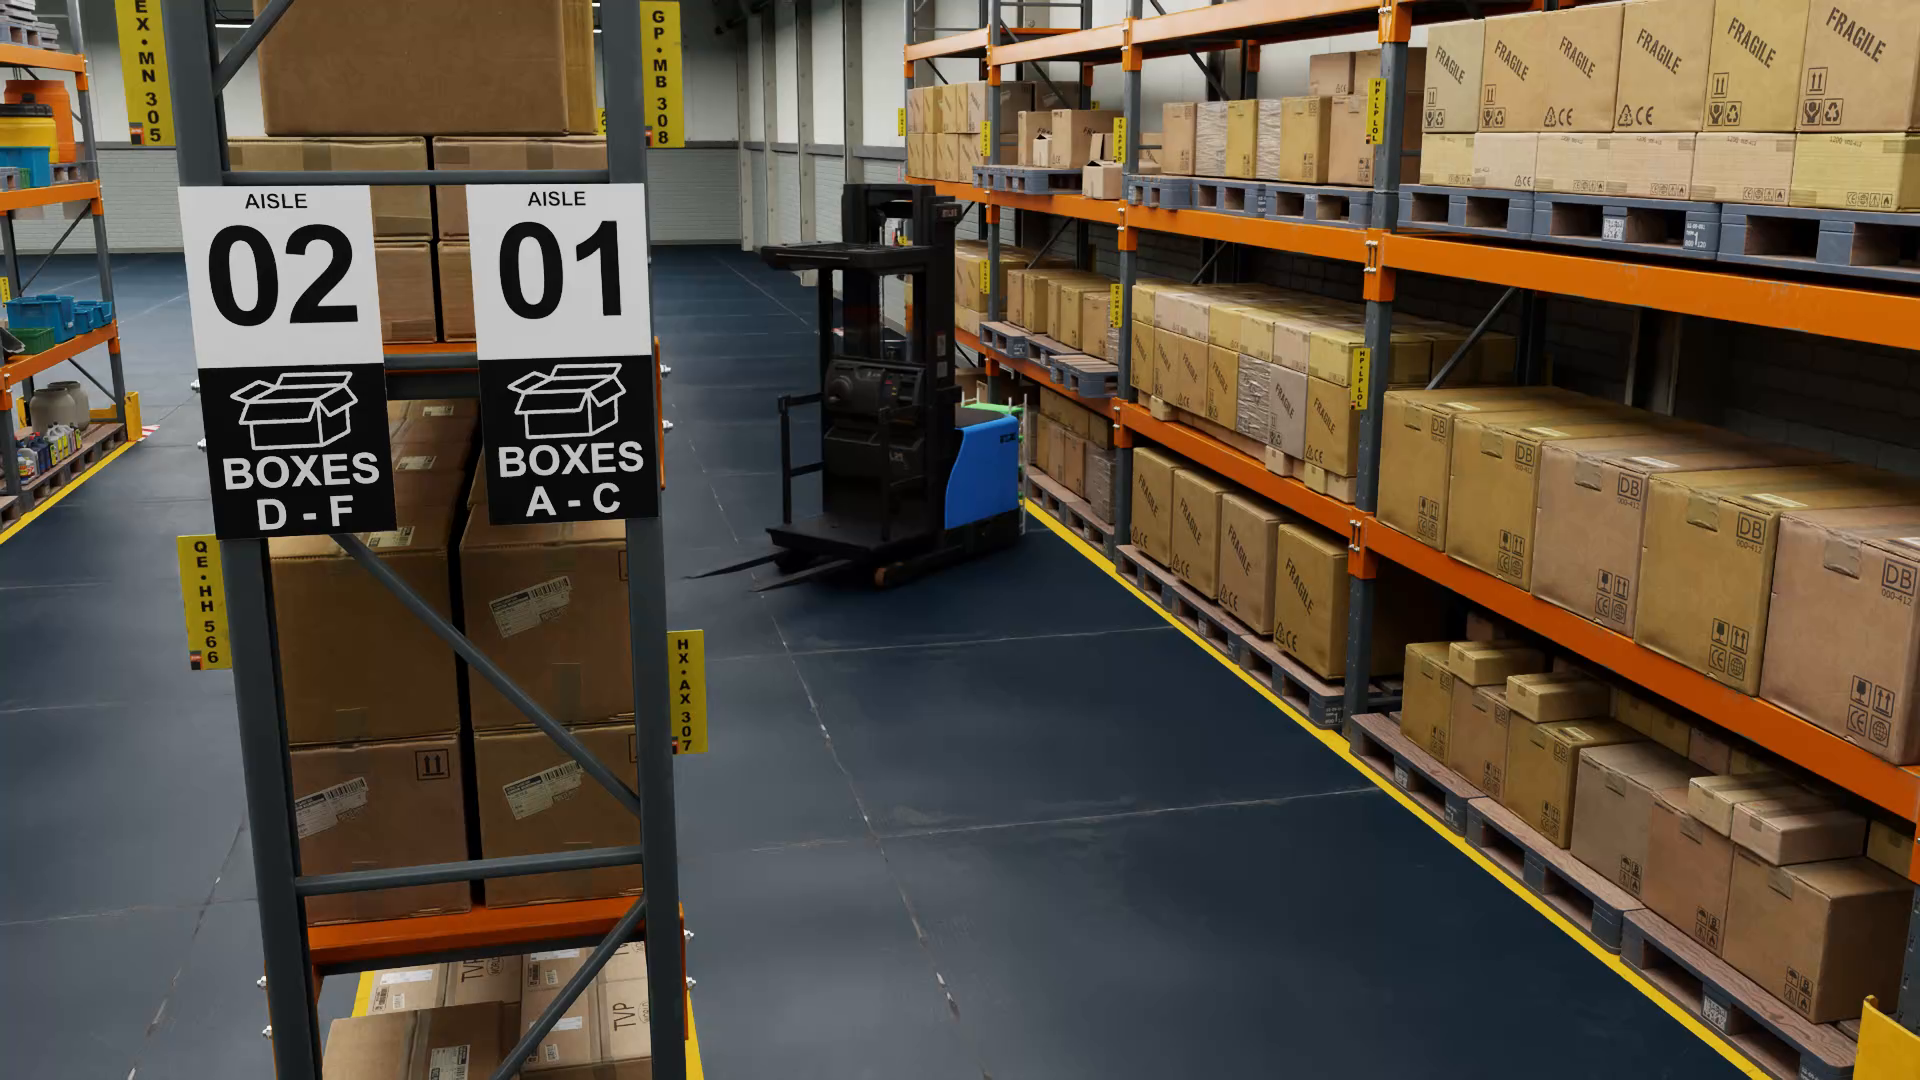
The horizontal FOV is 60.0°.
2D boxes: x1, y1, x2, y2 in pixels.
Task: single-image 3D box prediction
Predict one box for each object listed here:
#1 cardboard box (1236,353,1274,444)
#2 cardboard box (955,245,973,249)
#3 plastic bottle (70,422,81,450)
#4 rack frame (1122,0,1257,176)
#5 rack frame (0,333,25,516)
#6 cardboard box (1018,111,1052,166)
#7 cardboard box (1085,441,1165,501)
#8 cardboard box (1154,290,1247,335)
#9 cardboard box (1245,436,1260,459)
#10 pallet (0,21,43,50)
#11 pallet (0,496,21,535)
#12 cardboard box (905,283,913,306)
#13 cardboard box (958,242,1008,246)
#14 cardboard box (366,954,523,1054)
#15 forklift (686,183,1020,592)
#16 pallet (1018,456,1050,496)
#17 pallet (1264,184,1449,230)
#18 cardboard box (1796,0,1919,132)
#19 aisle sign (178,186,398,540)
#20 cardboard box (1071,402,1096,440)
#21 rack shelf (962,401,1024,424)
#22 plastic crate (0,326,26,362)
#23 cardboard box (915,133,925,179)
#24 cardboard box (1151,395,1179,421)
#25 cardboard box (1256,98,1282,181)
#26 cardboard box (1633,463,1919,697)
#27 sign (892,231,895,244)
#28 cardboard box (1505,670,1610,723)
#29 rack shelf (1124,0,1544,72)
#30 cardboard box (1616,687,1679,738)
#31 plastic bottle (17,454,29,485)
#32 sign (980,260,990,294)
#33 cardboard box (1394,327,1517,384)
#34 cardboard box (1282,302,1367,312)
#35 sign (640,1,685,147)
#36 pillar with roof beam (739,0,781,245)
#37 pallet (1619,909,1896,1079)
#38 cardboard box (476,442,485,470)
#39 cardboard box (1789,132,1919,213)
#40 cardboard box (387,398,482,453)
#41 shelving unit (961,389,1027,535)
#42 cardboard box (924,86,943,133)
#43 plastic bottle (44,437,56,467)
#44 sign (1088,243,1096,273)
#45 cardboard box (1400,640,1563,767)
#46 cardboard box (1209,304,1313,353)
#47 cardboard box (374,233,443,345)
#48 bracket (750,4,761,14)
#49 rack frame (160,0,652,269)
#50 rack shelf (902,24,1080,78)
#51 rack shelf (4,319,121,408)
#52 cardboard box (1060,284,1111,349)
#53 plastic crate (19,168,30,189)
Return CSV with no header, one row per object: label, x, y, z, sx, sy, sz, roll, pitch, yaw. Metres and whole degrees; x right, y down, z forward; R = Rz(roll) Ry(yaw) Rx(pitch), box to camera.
cardboard box,2.062,-0.891,10.376,0.500,0.500,0.500,-3,14,-13
cardboard box,-0.122,-3.071,18.871,0.500,0.500,0.500,-4,14,-15
plastic bottle,-8.891,-1.048,16.692,0.061,0.283,0.133,-3,14,-12
rack frame,1.715,-4.200,12.156,1.000,3.000,0.127,-3,14,-13
rack frame,-8.854,-1.656,14.385,1.000,3.000,0.127,-3,14,-13
cardboard box,0.826,-3.787,15.693,0.500,0.500,0.500,-1,14,-5
cardboard box,1.487,-0.573,14.294,0.700,0.500,0.500,-3,14,-13
cardboard box,1.698,-1.609,11.735,0.500,0.250,0.500,-3,14,-14
cardboard box,2.044,-0.608,10.583,0.380,0.149,0.250,-4,14,-15
pallet,-9.365,-4.755,15.669,1.003,0.211,1.213,-3,14,-13
pallet,-8.632,-0.122,13.983,1.003,0.211,1.213,-3,14,-13
cardboard box,-0.358,-2.938,19.905,0.500,0.250,0.500,-4,14,-15
cardboard box,0.262,-3.219,19.475,0.500,0.500,0.500,-3,14,-12
cardboard box,-1.782,1.627,5.816,0.500,0.250,0.500,-3,14,-13
forklift,-0.790,-1.186,12.606,1.130,2.935,3.031,10,17,36
pallet,0.960,-0.674,16.242,1.003,0.211,1.213,-3,14,-13
pallet,2.391,-1.936,9.613,0.805,0.209,1.217,-4,14,-15
cardboard box,3.157,-1.595,5.454,0.500,0.500,0.500,-3,14,-13
aisle sign,-1.502,-0.393,3.738,0.394,0.787,0.004,-3,14,-13
cardboard box,1.297,-1.066,14.729,0.500,0.250,0.500,-3,14,-13
rack shelf,0.283,-1.052,13.952,0.480,0.148,0.258,10,17,36
plastic crate,-8.854,-1.754,14.916,0.767,0.338,0.504,-3,14,-13
cardboard box,-0.237,-4.429,19.164,0.500,0.500,0.500,-2,14,-9
cardboard box,1.598,-0.960,12.022,0.380,0.149,0.250,-3,14,-11
cardboard box,2.306,-2.535,10.526,0.700,0.500,0.500,-3,14,-13
cardboard box,3.283,0.130,6.442,0.980,0.700,0.700,-3,14,-14
sign,-1.141,-5.125,28.508,0.001,0.329,0.234,-3,14,-13
cardboard box,2.756,0.720,7.674,0.380,0.149,0.250,-4,14,-15
rack shelf,2.185,-3.195,10.401,1.077,0.370,4.000,-3,14,-13
cardboard box,3.197,0.766,7.486,0.380,0.149,0.250,-4,14,-14
plastic bottle,-8.503,-0.642,15.058,0.097,0.271,0.097,0,14,0
sign,0.250,-2.597,16.412,0.100,0.325,0.005,-3,14,-13
cardboard box,2.800,-1.050,9.447,0.500,0.250,0.500,-3,14,-11
cardboard box,2.429,-1.407,10.905,0.500,0.250,0.500,-4,14,-15
sign,-0.693,-1.075,3.845,0.100,0.325,0.005,-3,14,-13
pillar with roof beam,-8.980,-11.229,40.927,9.100,9.000,0.548,-3,14,-13
pallet,3.330,1.735,6.382,1.003,0.211,1.213,-3,14,-13
cardboard box,-1.311,-0.050,5.495,0.500,0.500,0.500,-3,14,-12
cardboard box,3.164,-1.231,5.545,0.500,0.250,0.500,-3,14,-11
cardboard box,-2.081,-0.258,6.345,0.500,0.500,0.500,-4,14,-15
shelving unit,0.283,-0.648,14.050,0.503,1.200,0.258,10,17,36
cardboard box,-0.110,-4.794,18.548,0.500,0.500,0.500,-3,14,-12
plastic bottle,-8.683,-0.844,15.856,0.061,0.283,0.133,-3,14,-11
sign,1.314,-2.802,16.638,0.100,0.325,0.005,-3,14,-13
cardboard box,2.730,0.826,8.609,0.700,0.500,0.500,-3,14,-12
cardboard box,1.945,-1.377,10.783,0.500,0.250,0.500,-4,14,-14
cardboard box,-1.597,-0.651,4.267,0.500,0.250,0.500,-3,14,-13
bracket,-5.043,-13.102,41.009,0.235,0.232,0.430,-3,14,-13
rack frame,-1.220,-2.077,3.469,1.000,3.000,0.127,-3,14,-13
rack shelf,0.306,-5.233,17.908,1.077,0.370,4.000,-3,14,-13
rack shelf,-9.324,-1.768,16.359,1.077,0.370,4.000,-3,14,-13
cardboard box,1.281,-1.942,14.417,0.700,0.500,0.500,-3,14,-13
plastic crate,-8.960,-3.389,15.606,0.336,0.188,0.450,-3,14,-13
